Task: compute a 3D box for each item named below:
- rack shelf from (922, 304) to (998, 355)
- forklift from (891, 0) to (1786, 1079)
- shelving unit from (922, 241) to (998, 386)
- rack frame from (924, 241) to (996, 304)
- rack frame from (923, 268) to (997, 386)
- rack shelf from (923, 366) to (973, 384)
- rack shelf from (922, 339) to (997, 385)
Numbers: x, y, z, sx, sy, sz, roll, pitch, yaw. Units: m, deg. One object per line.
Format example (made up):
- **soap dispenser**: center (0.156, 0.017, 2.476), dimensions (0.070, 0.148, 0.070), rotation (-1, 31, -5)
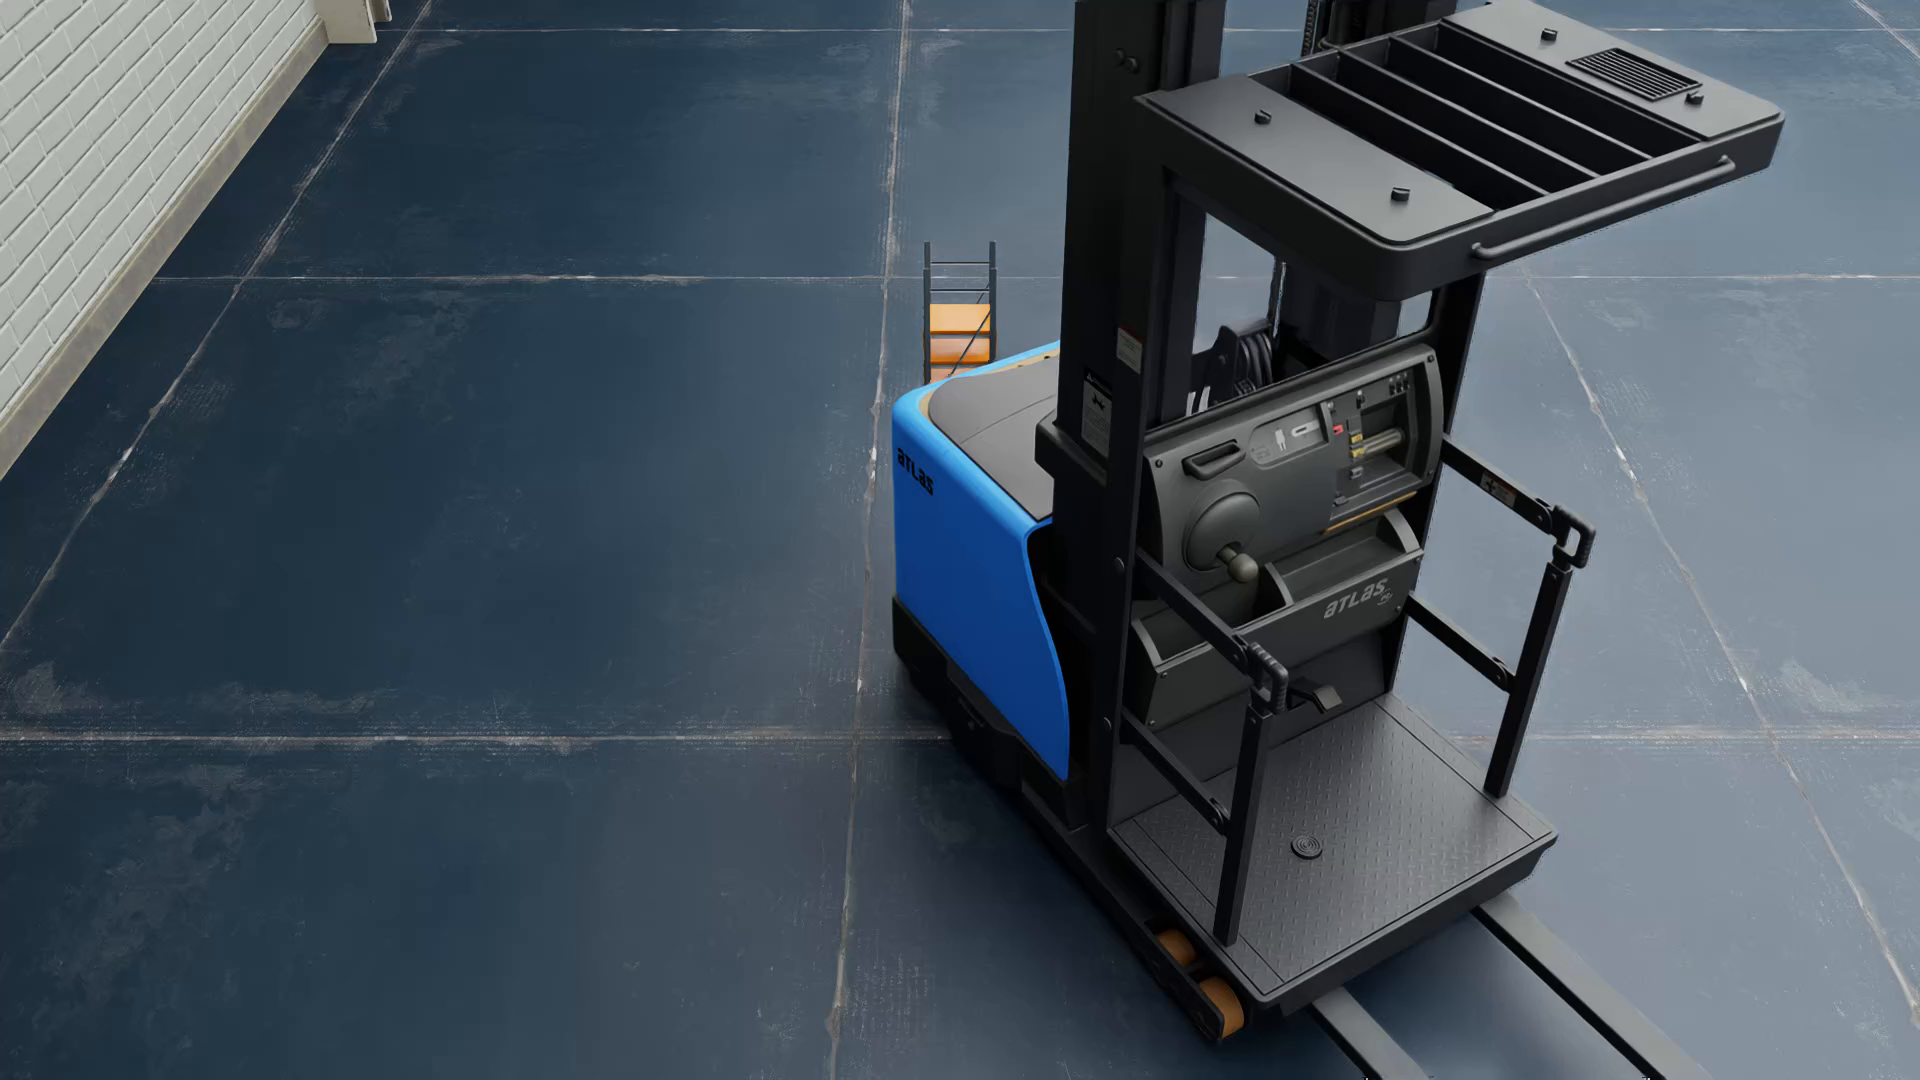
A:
- **rack shelf**: center (0.000, -0.724, 5.689), dimensions (0.258, 0.103, 0.180), rotation (0, 39, 0)
- **forklift**: center (0.975, -0.120, 4.056), dimensions (1.130, 2.935, 3.031), rotation (-21, 43, -24)
- **shelving unit**: center (0.000, -0.477, 5.886), dimensions (0.258, 1.200, 0.189), rotation (0, 39, 0)
- **rack frame**: center (0.000, -0.534, 5.957), dimensions (0.240, 1.200, 0.006), rotation (0, 39, 0)
- **rack frame**: center (0.000, -0.420, 5.815), dimensions (0.240, 1.200, 0.006), rotation (0, 39, 0)
- **rack shelf**: center (0.000, -0.536, 5.839), dimensions (0.258, 0.103, 0.180), rotation (0, 39, 0)
- **rack shelf**: center (0.000, -0.630, 5.764), dimensions (0.258, 0.103, 0.180), rotation (0, 39, 0)
